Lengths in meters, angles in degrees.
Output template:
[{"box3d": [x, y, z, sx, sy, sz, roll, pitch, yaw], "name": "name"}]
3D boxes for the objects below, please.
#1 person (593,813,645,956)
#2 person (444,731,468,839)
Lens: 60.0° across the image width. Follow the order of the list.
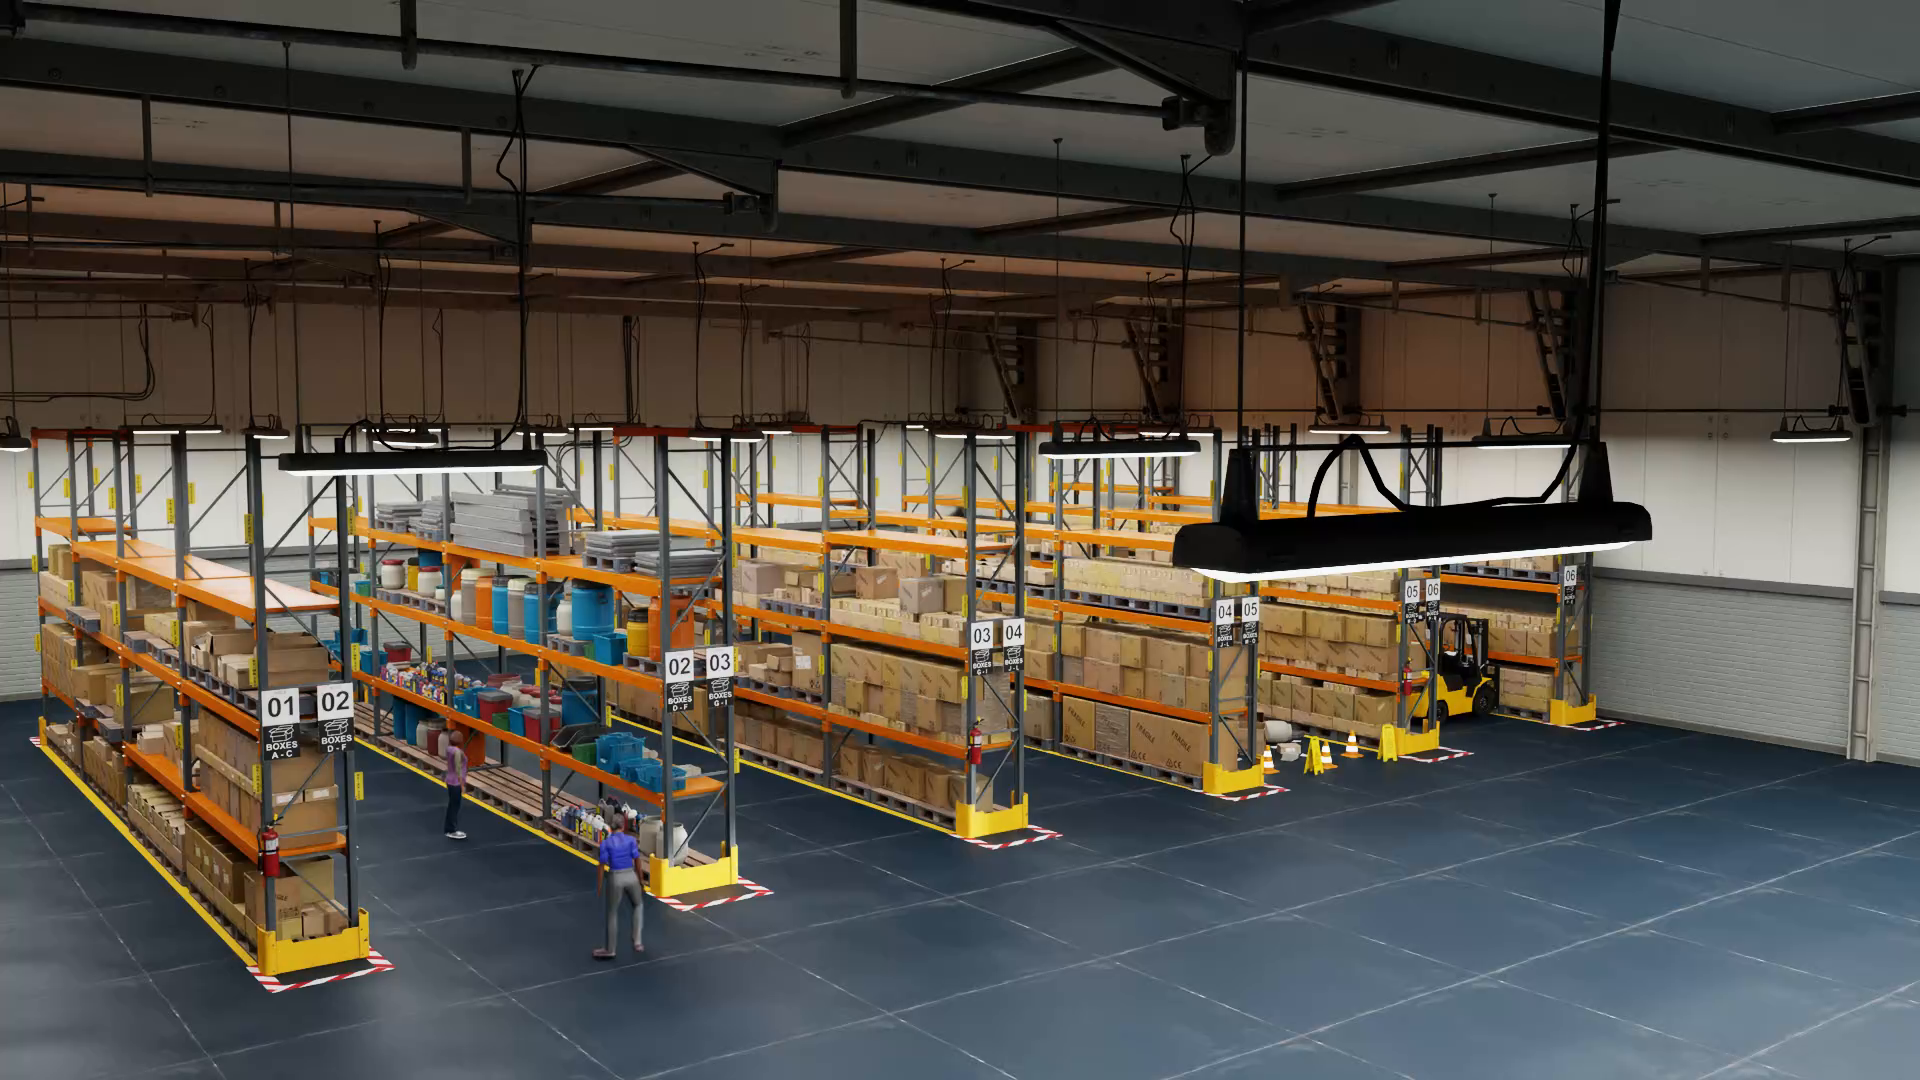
[{"box3d": [-3.927, 3.991, 19.219, 0.599, 1.651, 0.364, -2, 5, -22], "name": "person"}, {"box3d": [-7.445, 3.614, 24.546, 0.354, 1.590, 0.464, -2, 5, -23], "name": "person"}]
